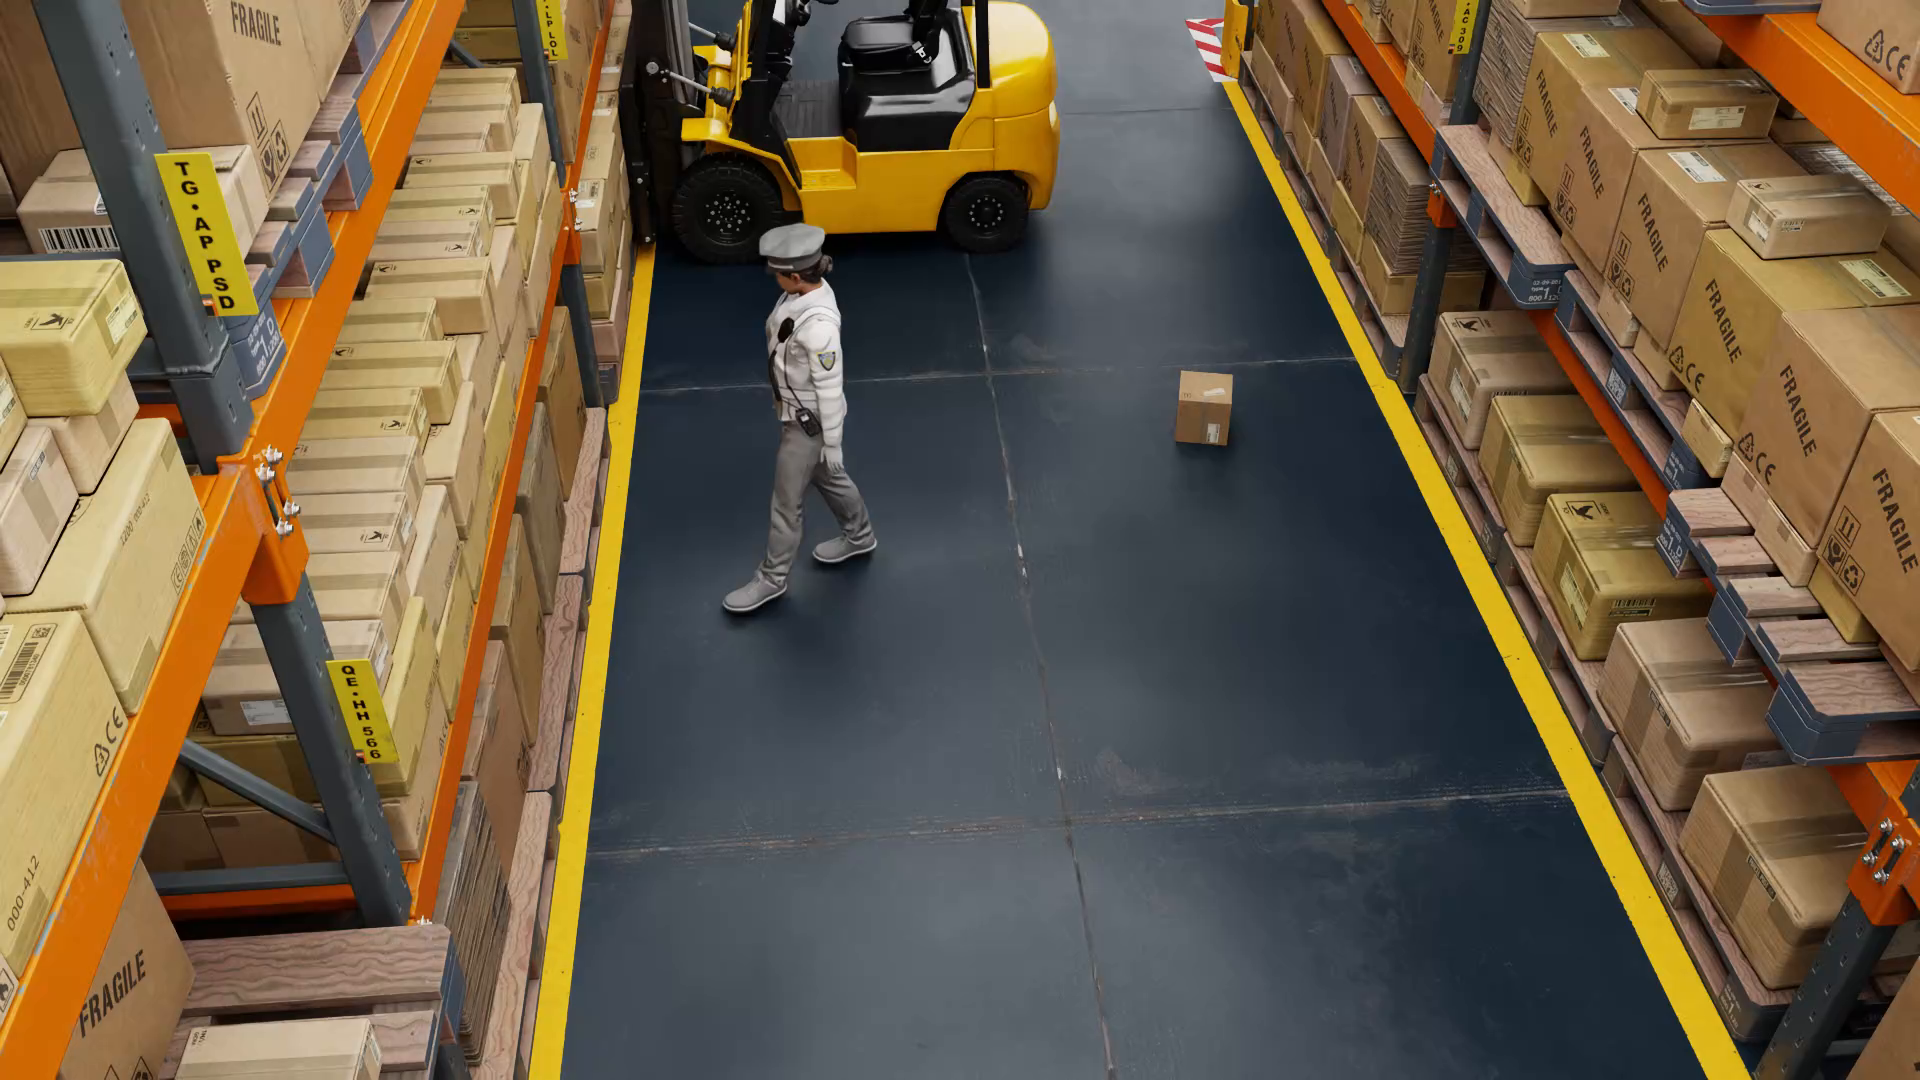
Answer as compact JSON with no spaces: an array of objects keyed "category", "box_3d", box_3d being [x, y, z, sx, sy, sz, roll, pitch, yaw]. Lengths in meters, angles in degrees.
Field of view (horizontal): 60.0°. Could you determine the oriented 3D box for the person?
[{"category":"person","box_3d":[-0.699,-0.503,6.747,0.708,1.647,0.520,-8,40,-9]}]
